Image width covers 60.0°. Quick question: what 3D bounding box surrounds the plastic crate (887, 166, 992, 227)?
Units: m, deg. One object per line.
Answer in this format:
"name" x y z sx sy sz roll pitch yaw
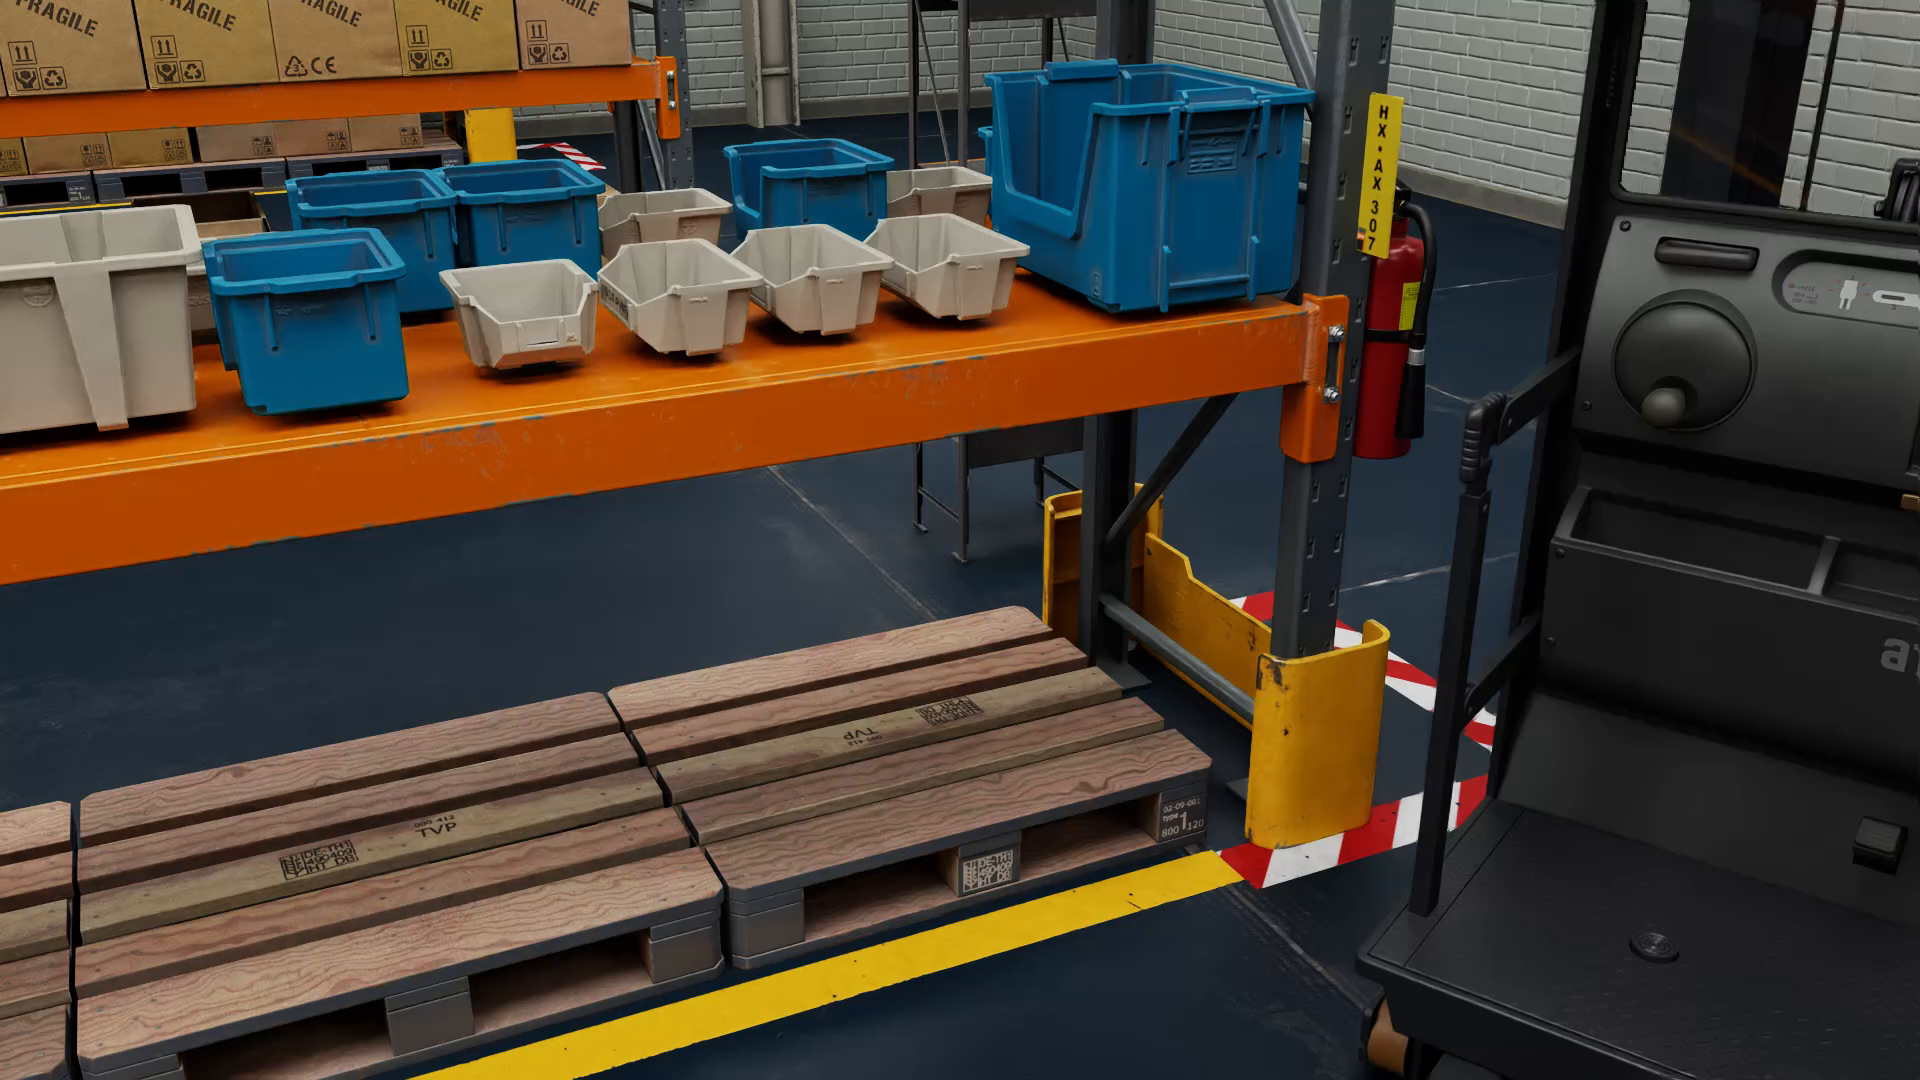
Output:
"plastic crate" -0.080 -0.814 4.062 0.298 0.136 0.250 -10 25 -24

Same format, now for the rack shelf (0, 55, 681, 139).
"rack shelf" -3.337 -1.904 7.369 4.000 0.370 1.077 -10 25 -24

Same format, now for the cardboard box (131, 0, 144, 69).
"cardboard box" -3.874 -2.294 7.240 0.500 0.500 0.500 -10 24 -22

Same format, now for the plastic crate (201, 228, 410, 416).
"plastic crate" -1.129 -0.382 2.891 0.300 0.233 0.416 -10 25 -24

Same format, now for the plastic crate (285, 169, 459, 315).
"plastic crate" -1.212 -0.615 3.455 0.300 0.233 0.416 -10 25 -24

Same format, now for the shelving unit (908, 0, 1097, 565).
"shelving unit" 0.149 -0.998 5.415 0.503 2.100 0.431 -10 25 -24

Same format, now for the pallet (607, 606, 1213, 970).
"pallet" -0.149 0.551 4.143 1.213 0.211 1.003 -10 25 -24

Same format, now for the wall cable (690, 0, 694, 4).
"wall cable" -2.943 -5.283 13.262 1.851 1.984 0.084 -10 25 -24

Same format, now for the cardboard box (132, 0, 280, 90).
"cardboard box" -3.192 -2.195 7.000 0.500 0.500 0.500 -11 25 -24

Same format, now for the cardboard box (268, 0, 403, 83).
"cardboard box" -2.738 -2.278 7.201 0.500 0.500 0.500 -10 25 -23

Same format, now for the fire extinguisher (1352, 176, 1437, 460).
"fire extinguisher" 0.943 -0.521 3.676 0.183 0.674 0.296 -10 25 -24

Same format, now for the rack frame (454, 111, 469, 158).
"rack frame" -3.686 -4.275 12.155 0.127 3.000 1.000 -10 25 -24

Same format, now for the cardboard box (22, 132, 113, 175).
"cardboard box" -6.118 -2.821 11.363 0.500 0.500 0.700 -11 25 -24

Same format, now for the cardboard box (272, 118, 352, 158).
"cardboard box" -4.724 -3.080 11.989 0.500 0.500 0.700 -11 25 -24

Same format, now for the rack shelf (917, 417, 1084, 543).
"rack shelf" 0.149 -0.338 5.688 0.480 0.518 0.431 -10 25 -24

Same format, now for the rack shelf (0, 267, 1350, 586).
"rack shelf" -1.192 -0.197 3.243 4.000 0.370 1.077 -10 25 -24

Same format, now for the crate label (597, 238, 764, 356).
"crate label" -0.554 -0.471 3.233 0.243 0.136 0.396 -10 25 -24

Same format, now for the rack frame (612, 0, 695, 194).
"rack frame" -1.534 -2.568 8.033 0.127 3.000 1.000 -10 25 -24

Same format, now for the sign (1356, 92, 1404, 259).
"sign" 0.864 -0.749 3.425 0.005 0.325 0.100 -10 25 -24

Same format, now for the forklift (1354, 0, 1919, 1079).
"forklift" 1.427 -0.299 2.640 1.130 2.935 3.031 15 27 33

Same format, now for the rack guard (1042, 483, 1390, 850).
"rack guard" 0.627 0.286 4.406 0.348 0.500 1.175 -10 25 -24

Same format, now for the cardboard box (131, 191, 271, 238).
"cardboard box" -3.448 -1.268 7.580 0.637 0.503 0.797 -10 25 -24

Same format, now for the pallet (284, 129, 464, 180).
"pallet" -4.373 -2.827 12.303 1.213 0.211 1.003 -10 25 -24

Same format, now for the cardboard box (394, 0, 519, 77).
"cardboard box" -2.286 -2.359 7.397 0.500 0.500 0.500 -10 25 -23

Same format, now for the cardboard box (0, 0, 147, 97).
"cardboard box" -3.649 -2.110 6.795 0.500 0.500 0.500 -11 25 -24

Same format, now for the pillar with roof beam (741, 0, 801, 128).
"pillar with roof beam" 0.239 -6.309 9.226 0.400 9.000 9.100 -10 25 -24

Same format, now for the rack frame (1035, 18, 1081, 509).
"rack frame" 0.369 -1.038 5.513 0.015 2.100 0.400 -10 25 -24

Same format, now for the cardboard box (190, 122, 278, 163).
"cardboard box" -5.177 -2.997 11.787 0.500 0.500 0.700 -11 25 -25

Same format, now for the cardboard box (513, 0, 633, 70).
"cardboard box" -1.820 -2.446 7.608 0.500 0.500 0.500 -10 24 -22

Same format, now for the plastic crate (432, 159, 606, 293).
"plastic crate" -0.941 -0.665 3.575 0.300 0.233 0.416 -10 25 -24

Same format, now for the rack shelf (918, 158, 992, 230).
"rack shelf" 0.149 -0.985 5.420 0.480 0.518 0.431 -10 25 -24

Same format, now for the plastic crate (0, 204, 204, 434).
"plastic crate" -1.538 -0.360 2.774 0.530 0.282 0.437 -10 25 -24

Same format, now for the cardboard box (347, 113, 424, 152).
"cardboard box" -4.274 -3.163 12.189 0.500 0.500 0.700 -10 25 -24

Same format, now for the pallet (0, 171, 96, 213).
"pallet" -6.571 -2.422 11.325 1.213 0.211 1.003 -10 25 -24

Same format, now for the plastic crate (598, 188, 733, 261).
"plastic crate" -0.691 -0.702 3.790 0.298 0.136 0.250 -10 25 -24

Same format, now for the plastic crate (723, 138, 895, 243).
"plastic crate" -0.348 -0.774 3.839 0.300 0.233 0.416 -10 25 -24

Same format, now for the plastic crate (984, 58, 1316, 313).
"plastic crate" 0.390 -0.785 3.599 0.499 0.435 0.616 -10 25 -24

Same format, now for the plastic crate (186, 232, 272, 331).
"plastic crate" -1.555 -0.496 3.291 0.466 0.136 0.293 -10 25 -24

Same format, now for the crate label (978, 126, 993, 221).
"crate label" 0.245 -0.884 4.103 0.303 0.233 0.416 -10 25 -24

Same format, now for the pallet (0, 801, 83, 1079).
"pallet" -2.348 0.956 3.165 1.213 0.211 1.003 -10 25 -24

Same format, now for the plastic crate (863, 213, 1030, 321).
"plastic crate" -0.046 -0.569 3.469 0.243 0.136 0.396 -10 25 -24

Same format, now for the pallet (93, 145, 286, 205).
"pallet" -5.470 -2.626 11.818 1.213 0.211 1.003 -10 25 -24

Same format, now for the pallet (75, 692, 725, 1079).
"pallet" -1.247 0.752 3.657 1.213 0.211 1.003 -10 25 -24

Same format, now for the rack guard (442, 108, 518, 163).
"rack guard" -3.665 -3.124 12.643 0.348 0.500 1.175 -10 25 -24

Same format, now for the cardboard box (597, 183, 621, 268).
"cardboard box" -1.918 -1.442 8.004 0.500 0.500 0.500 -10 25 -24

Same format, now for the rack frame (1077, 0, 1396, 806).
"rack frame" 0.610 -0.861 3.907 0.127 3.000 1.000 -10 25 -24

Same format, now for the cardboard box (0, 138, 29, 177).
"cardboard box" -6.572 -2.739 11.165 0.500 0.500 0.700 -10 25 -23

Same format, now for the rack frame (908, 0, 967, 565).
"rack frame" -0.071 -0.957 5.317 0.015 2.100 0.400 -10 25 -24

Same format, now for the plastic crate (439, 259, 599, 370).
"plastic crate" -0.812 -0.416 3.099 0.250 0.136 0.298 -10 25 -24

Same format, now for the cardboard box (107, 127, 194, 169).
"cardboard box" -5.655 -2.906 11.567 0.500 0.500 0.700 -10 24 -22

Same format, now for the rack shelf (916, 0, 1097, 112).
"rack shelf" 0.149 -1.632 5.152 0.480 0.518 0.431 -10 25 -24

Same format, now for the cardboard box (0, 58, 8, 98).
"cardboard box" -4.101 -2.028 6.596 0.500 0.500 0.500 -10 24 -23

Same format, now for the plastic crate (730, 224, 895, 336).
"plastic crate" -0.313 -0.526 3.365 0.243 0.136 0.396 -10 25 -24
